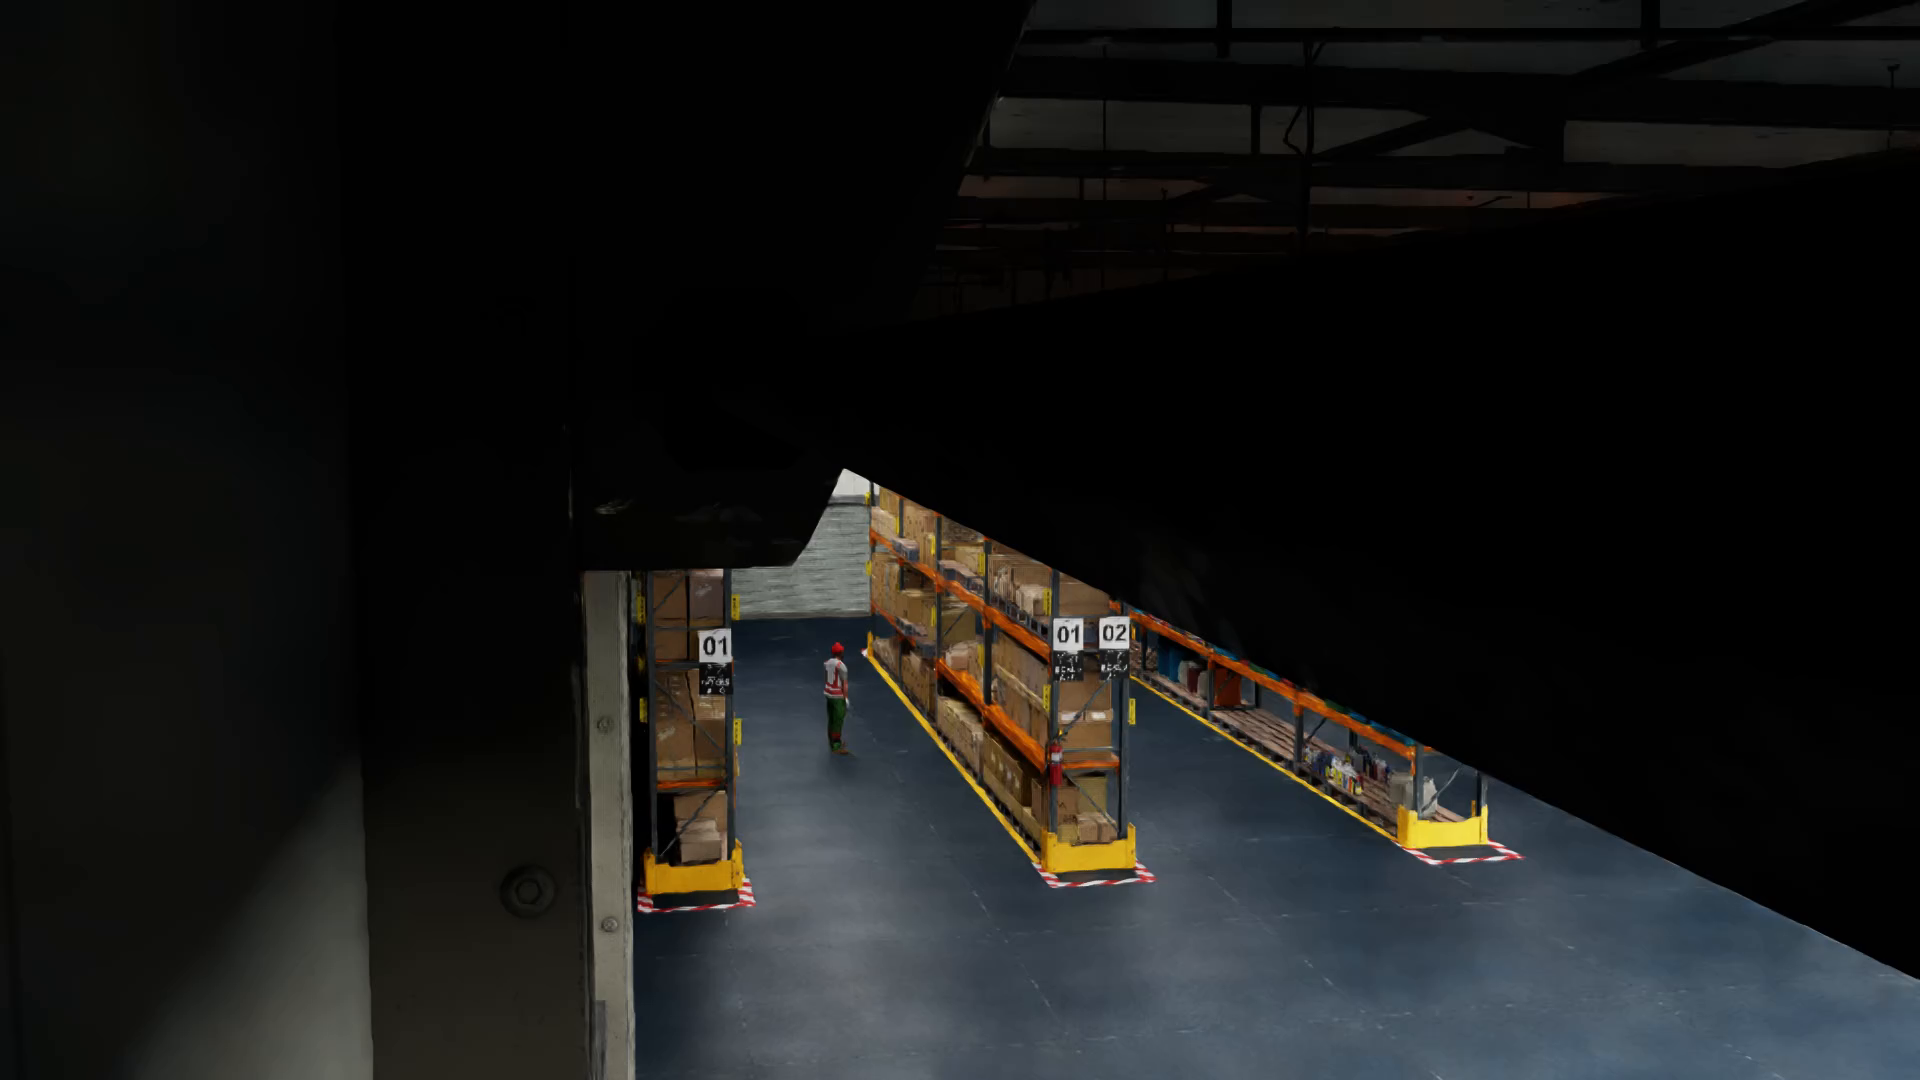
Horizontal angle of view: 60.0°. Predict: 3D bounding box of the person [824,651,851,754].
[{"bbox_3d":[-1.978,2.595,27.302,0.466,1.749,0.588,-5,8,-39],"label":"person"}]
